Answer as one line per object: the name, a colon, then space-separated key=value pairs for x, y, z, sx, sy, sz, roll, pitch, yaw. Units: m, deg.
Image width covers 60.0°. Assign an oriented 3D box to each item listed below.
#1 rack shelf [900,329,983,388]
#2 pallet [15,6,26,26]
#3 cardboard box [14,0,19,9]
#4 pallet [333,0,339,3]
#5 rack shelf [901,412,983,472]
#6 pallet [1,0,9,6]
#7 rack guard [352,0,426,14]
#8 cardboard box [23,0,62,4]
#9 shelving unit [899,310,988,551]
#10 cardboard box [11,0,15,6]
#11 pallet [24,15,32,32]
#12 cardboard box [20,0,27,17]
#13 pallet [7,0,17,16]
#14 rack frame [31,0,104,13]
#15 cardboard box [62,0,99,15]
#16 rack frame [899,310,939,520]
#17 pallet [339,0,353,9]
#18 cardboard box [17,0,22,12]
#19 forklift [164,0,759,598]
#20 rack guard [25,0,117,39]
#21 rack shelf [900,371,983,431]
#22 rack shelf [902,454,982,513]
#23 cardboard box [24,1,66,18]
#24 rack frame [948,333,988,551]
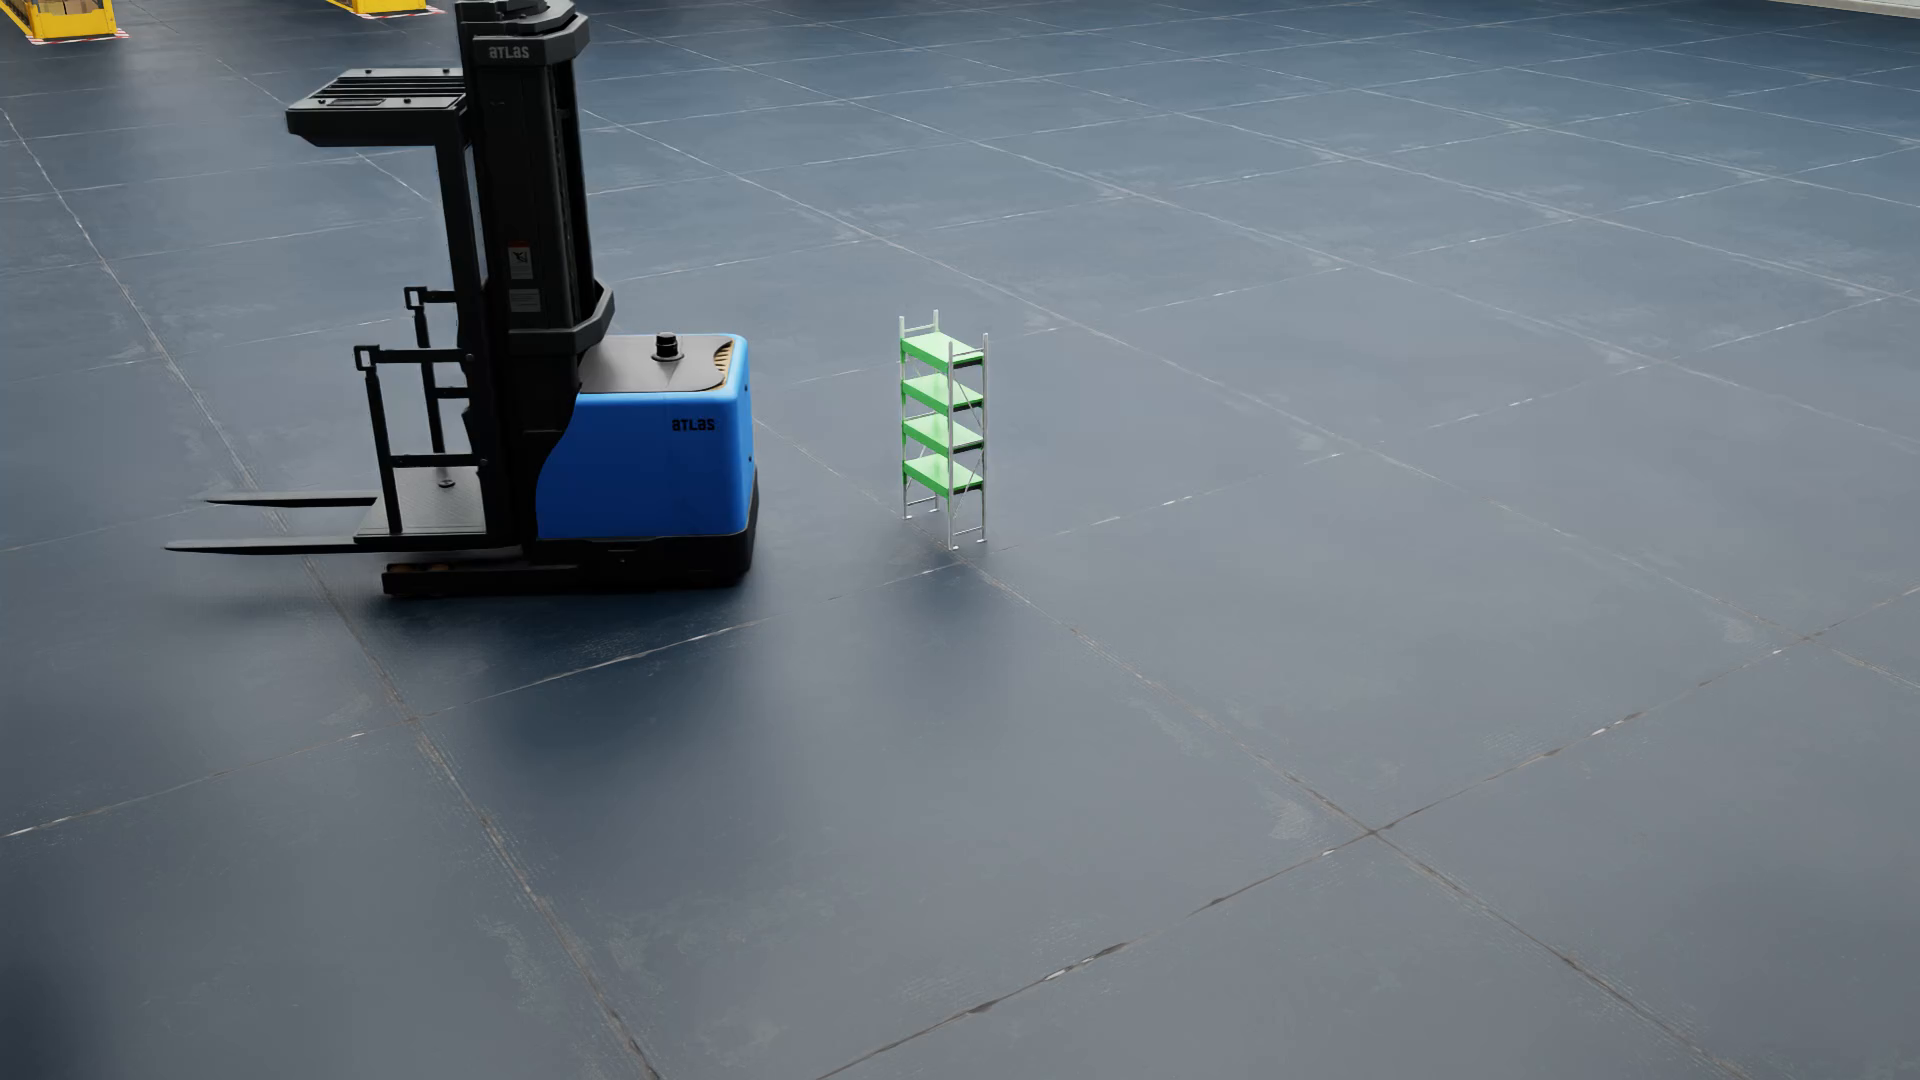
rack shelf: x=-0.090 y=-0.978 z=8.942 sx=0.258 sy=0.148 sz=0.480 roll=-16 pitch=29 yaw=-30
pallet: x=-14.945 y=-8.700 z=27.432 sx=1.003 sy=0.211 sz=1.213 roll=-16 pitch=29 yaw=-30
cardboard box: x=-15.199 y=-8.865 z=27.243 sx=0.500 sy=0.250 sz=0.500 roll=-16 pitch=29 yaw=-30
pallet: x=-10.860 y=-9.898 z=29.969 sx=1.003 sy=0.211 sz=1.213 roll=-16 pitch=29 yaw=-30
rack shelf: x=-0.090 y=-0.544 z=9.147 sx=0.258 sy=0.148 sz=0.480 roll=-16 pitch=29 yaw=-30
pallet: x=-16.449 y=-9.686 z=29.520 sx=1.003 sy=0.211 sz=1.213 roll=-16 pitch=29 yaw=-30
rack guard: x=-9.759 y=-9.300 z=28.365 sx=1.175 sy=0.500 sz=0.348 roll=-16 pitch=29 yaw=-30
cardboard box: x=-14.372 y=-8.670 z=25.952 sx=0.500 sy=0.500 sz=0.500 roll=-16 pitch=29 yaw=-30
shelving unit: x=-0.090 y=-0.602 z=9.119 sx=0.258 sy=1.200 sz=0.503 roll=-16 pitch=29 yaw=-30
cardboard box: x=-15.477 y=-9.042 z=27.619 sx=0.500 sy=0.250 sz=0.500 roll=-16 pitch=29 yaw=-30
pallet: x=-14.283 y=-8.264 z=26.509 sx=1.003 sy=0.211 sz=1.213 roll=-16 pitch=29 yaw=-30
cardboard box: x=-14.653 y=-8.507 z=26.486 sx=0.500 sy=0.250 sz=0.500 roll=-16 pitch=29 yaw=-30
pallet: x=-15.615 y=-9.137 z=28.358 sx=1.003 sy=0.211 sz=1.213 roll=-16 pitch=29 yaw=-30
rack frame: x=-13.830 y=-9.262 z=25.355 sx=1.000 sy=3.000 sz=0.127 roll=-16 pitch=29 yaw=-30
cardboard box: x=-13.936 y=-8.452 z=26.368 sx=0.500 sy=0.250 sz=0.500 roll=-16 pitch=29 yaw=-30
rack frame: x=-0.224 y=-0.689 z=9.304 sx=0.240 sy=1.200 sz=0.015 roll=-16 pitch=29 yaw=-30
pallet: x=-10.198 y=-9.462 z=29.045 sx=1.003 sy=0.211 sz=1.213 roll=-16 pitch=29 yaw=-30
cardboard box: x=-14.928 y=-8.685 z=26.864 sx=0.500 sy=0.250 sz=0.500 roll=-16 pitch=29 yaw=-30
forklift: x=-2.643 y=-1.259 z=8.483 sx=3.031 sy=2.935 sz=1.130 roll=-1 pitch=25 yaw=-3
rack guard: x=-13.817 y=-8.123 z=25.870 sx=1.175 sy=0.500 sz=0.348 roll=-16 pitch=29 yaw=-30
rack shelf: x=-0.090 y=-0.761 z=9.044 sx=0.258 sy=0.148 sz=0.480 roll=-16 pitch=29 yaw=-30
rack shelf: x=-0.090 y=-0.327 z=9.249 sx=0.258 sy=0.148 sz=0.480 roll=-16 pitch=29 yaw=-30
cardboard box: x=-14.370 y=-8.331 z=26.113 sx=0.500 sy=0.250 sz=0.500 roll=-16 pitch=29 yaw=-30
rack frame: x=0.043 y=-0.515 z=8.934 sx=0.240 sy=1.200 sz=0.015 roll=-16 pitch=29 yaw=-30
